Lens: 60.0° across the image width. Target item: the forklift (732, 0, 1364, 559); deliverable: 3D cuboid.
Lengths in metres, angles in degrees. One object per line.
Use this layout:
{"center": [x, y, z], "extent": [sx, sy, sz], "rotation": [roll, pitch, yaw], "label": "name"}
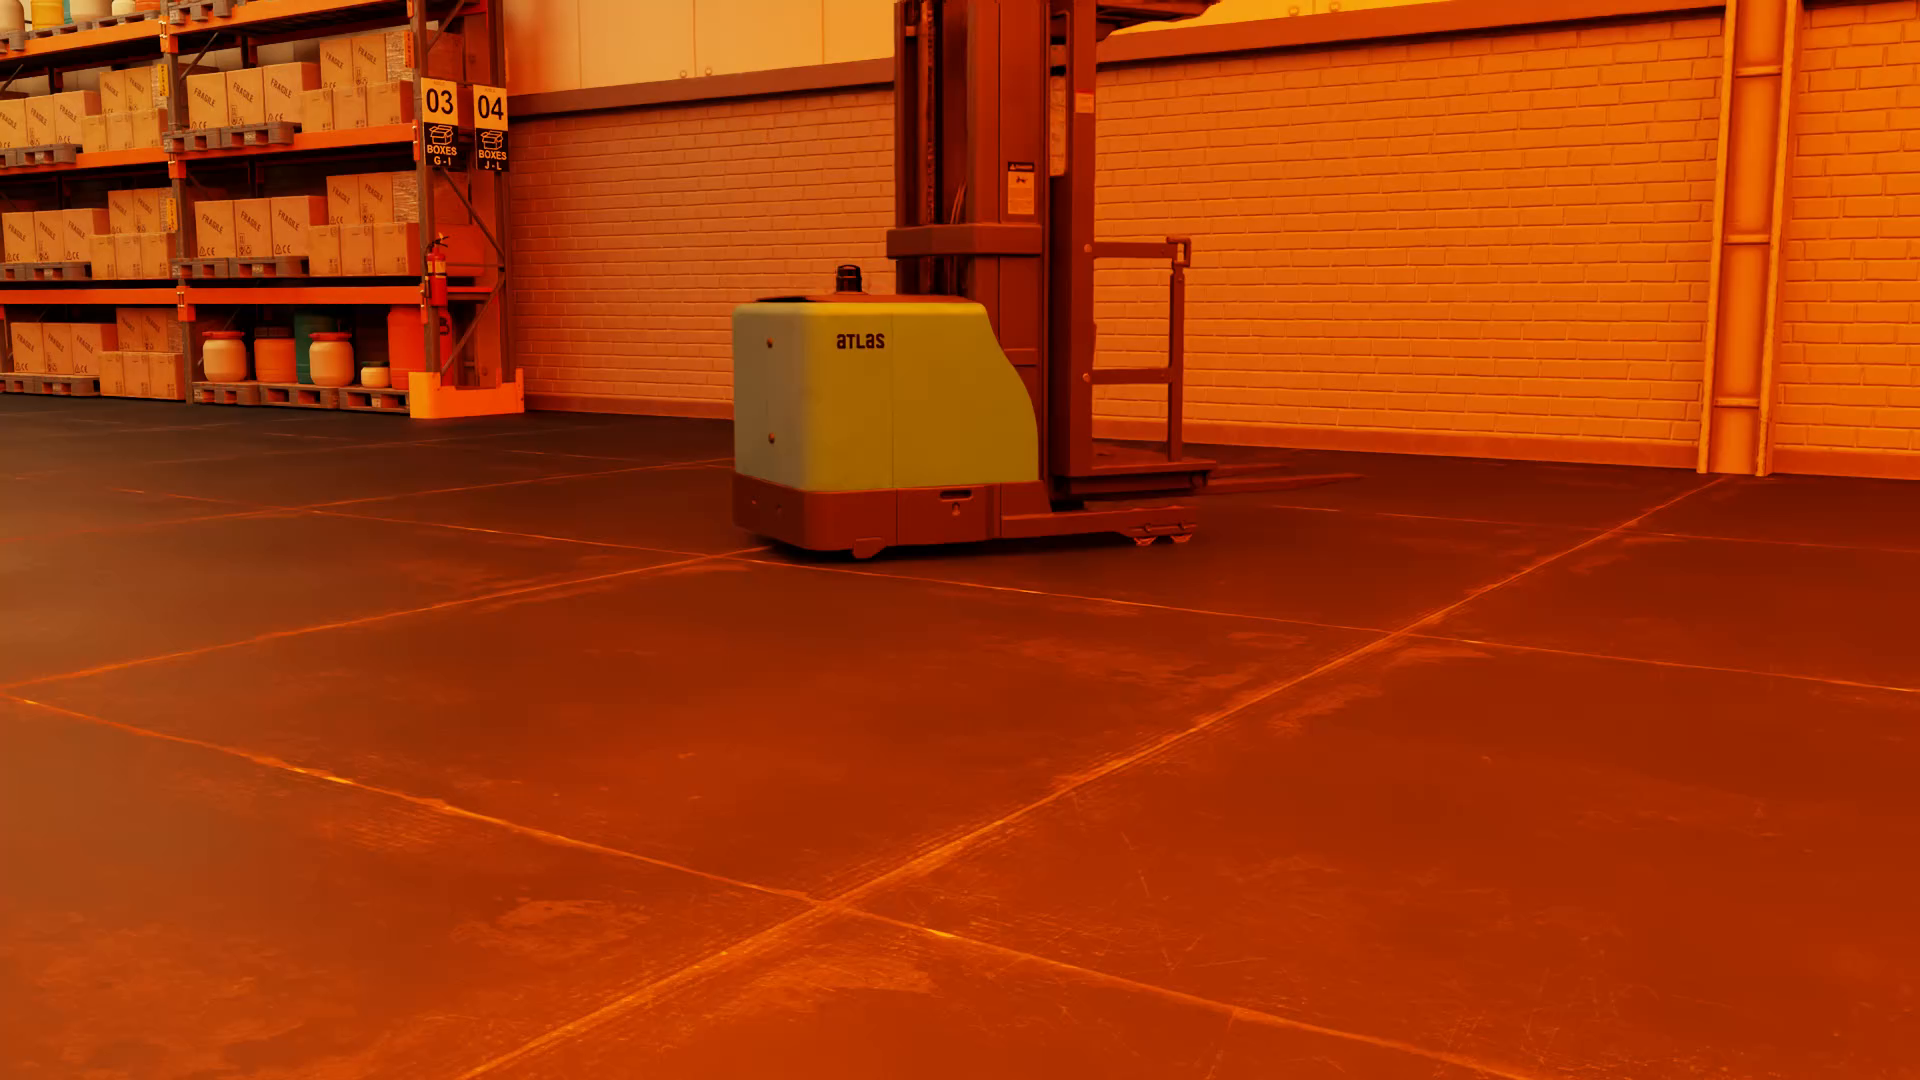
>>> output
{"center": [0.510, -1.493, 7.692], "extent": [3.031, 2.935, 1.130], "rotation": [-4, 9, -27], "label": "forklift"}
